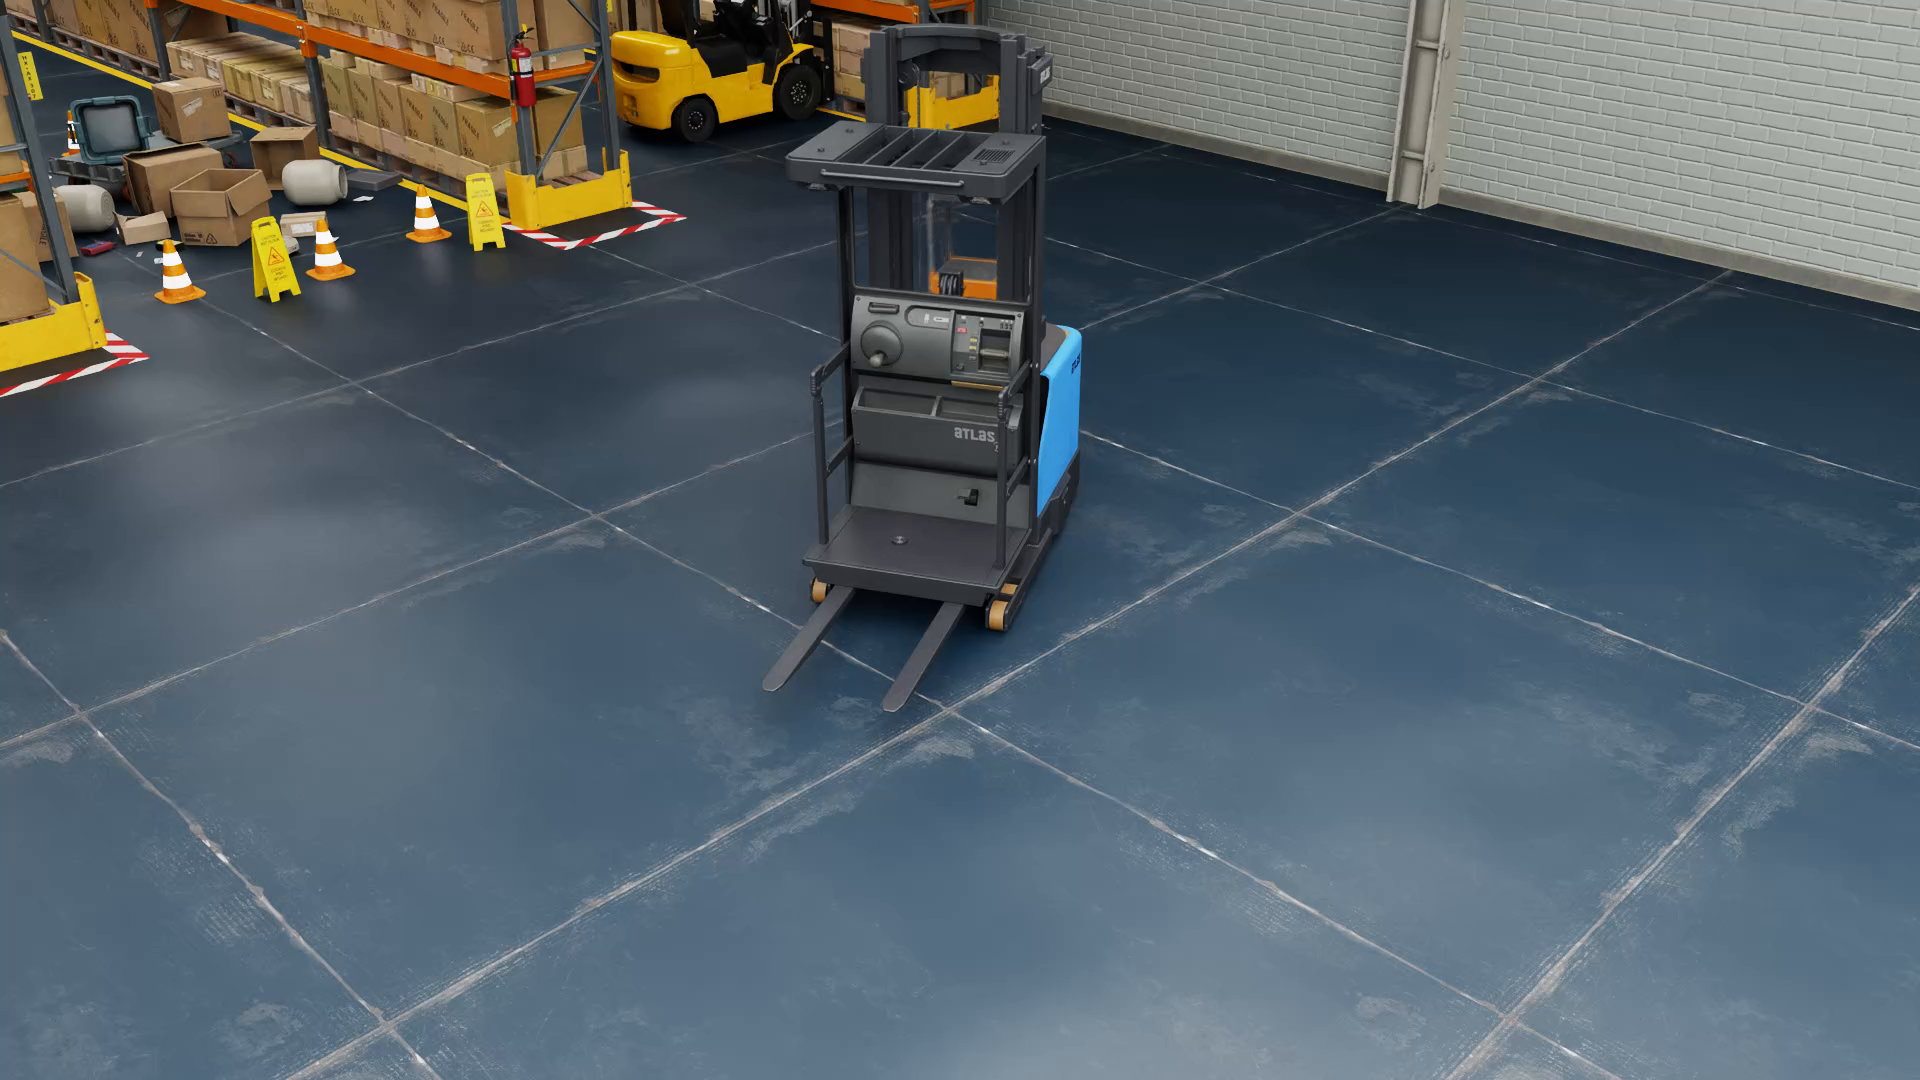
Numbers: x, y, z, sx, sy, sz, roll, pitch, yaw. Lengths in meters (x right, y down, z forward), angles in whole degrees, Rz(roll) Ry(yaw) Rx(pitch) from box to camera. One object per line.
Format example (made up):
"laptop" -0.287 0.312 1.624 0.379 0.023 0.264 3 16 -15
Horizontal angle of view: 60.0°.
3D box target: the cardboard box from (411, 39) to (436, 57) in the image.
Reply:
"cardboard box" -4.941 -4.682 15.701 0.250 0.149 0.380 24 36 38

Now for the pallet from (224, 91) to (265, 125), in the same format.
"pallet" -7.845 -5.071 19.166 1.213 0.211 1.003 25 36 38

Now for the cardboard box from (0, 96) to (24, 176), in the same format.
"cardboard box" -7.258 -2.845 11.776 0.550 0.550 0.875 25 36 38

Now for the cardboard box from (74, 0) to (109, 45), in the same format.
"cardboard box" -10.972 -7.041 21.749 0.875 0.875 0.875 -24 36 -38

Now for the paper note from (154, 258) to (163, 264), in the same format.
"paper note" -6.859 -2.419 14.319 0.144 0.017 0.142 -13 30 -22

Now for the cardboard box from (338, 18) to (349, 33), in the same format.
"cardboard box" -5.988 -5.191 16.669 0.250 0.149 0.380 24 36 38

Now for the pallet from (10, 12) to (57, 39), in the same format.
"pallet" -12.607 -7.303 23.413 1.213 0.211 1.003 25 36 38

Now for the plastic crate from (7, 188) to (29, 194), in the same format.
"plastic crate" -8.771 -3.136 15.451 0.450 0.188 0.662 -16 30 -9

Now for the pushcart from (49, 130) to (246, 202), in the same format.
"pushcart" -7.978 -3.720 16.418 0.936 0.377 1.648 12 30 22

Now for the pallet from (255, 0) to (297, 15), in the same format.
"pallet" -6.858 -5.866 17.889 1.213 0.211 1.003 25 36 38

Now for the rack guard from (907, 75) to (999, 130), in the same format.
"rack guard" -0.068 -4.882 18.498 0.348 0.500 1.175 25 36 38

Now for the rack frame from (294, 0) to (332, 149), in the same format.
"rack frame" -6.415 -5.653 17.278 0.127 3.000 1.000 25 36 38

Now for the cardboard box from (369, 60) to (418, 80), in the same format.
"cardboard box" -5.575 -4.644 16.360 0.380 0.149 0.250 -23 35 -36

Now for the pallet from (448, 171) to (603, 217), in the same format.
"pallet" -4.172 -3.415 16.018 1.213 0.211 1.003 25 36 38

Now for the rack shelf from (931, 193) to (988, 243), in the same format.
"rack shelf" 0.113 -2.072 9.960 0.480 0.518 0.431 7 29 13

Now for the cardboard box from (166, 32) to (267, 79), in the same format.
"cardboard box" -8.872 -5.793 19.917 0.625 0.372 0.950 22 35 35

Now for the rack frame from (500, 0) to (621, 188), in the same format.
"rack frame" -3.563 -4.348 14.796 0.127 3.000 1.000 25 36 38

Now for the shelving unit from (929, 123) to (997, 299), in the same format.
"shelving unit" 0.113 -1.465 10.279 0.503 2.100 0.431 7 29 13

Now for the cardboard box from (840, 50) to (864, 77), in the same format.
"cardboard box" -1.002 -5.409 18.780 0.500 0.250 0.500 24 36 38

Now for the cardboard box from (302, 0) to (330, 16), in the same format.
"cardboard box" -6.297 -5.593 16.737 0.500 0.500 0.500 24 36 38

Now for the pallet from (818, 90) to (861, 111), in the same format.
"pallet" -1.526 -5.396 19.785 1.213 0.211 1.003 25 36 38

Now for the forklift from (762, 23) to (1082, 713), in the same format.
"forklift" -0.183 -1.018 8.536 1.130 2.935 3.031 8 29 15

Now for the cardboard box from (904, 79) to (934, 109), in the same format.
"cardboard box" -0.642 -5.014 18.565 0.500 0.250 0.500 25 37 39

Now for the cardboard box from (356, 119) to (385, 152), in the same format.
"cardboard box" -5.795 -4.169 16.960 0.500 0.250 0.500 -23 35 -36

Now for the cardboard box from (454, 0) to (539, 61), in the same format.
"cardboard box" -4.143 -4.610 14.866 0.500 0.500 0.500 24 36 38

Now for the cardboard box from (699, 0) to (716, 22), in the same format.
"cardboard box" -2.813 -6.451 20.224 0.500 0.250 0.500 24 36 38

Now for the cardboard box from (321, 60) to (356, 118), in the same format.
"cardboard box" -6.184 -4.672 17.109 0.500 0.500 0.500 -23 36 -37

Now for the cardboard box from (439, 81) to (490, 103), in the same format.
"cardboard box" -4.626 -4.208 15.531 0.380 0.149 0.250 -24 36 -38

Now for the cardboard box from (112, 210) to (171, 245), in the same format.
"cardboard box" -7.297 -2.818 14.823 0.396 0.266 0.258 -18 33 -31

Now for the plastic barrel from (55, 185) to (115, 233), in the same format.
"plastic barrel" -7.929 -2.976 14.955 0.512 0.421 0.421 -3 28 -5

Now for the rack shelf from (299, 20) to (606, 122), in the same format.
"rack shelf" -4.989 -4.682 16.204 4.000 0.370 1.077 25 36 38

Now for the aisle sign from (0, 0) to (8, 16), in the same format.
"aisle sign" -6.700 -3.899 11.149 0.004 0.787 0.394 25 36 38

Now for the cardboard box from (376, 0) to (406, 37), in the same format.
"cardboard box" -5.199 -5.110 15.819 0.500 0.500 0.500 -25 37 -39

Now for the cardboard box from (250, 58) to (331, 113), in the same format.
"cardboard box" -7.306 -5.080 18.560 0.950 0.372 0.625 -23 35 -36

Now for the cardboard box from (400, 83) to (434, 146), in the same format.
"cardboard box" -5.046 -4.160 16.135 0.500 0.500 0.500 24 36 37

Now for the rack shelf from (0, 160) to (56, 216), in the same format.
"rack shelf" -8.387 -3.006 13.018 4.000 0.370 1.077 25 36 38

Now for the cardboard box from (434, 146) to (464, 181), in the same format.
"cardboard box" -4.692 -3.663 15.996 0.500 0.250 0.500 25 37 39

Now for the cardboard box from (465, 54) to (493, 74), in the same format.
"cardboard box" -4.238 -4.334 15.039 0.250 0.149 0.380 24 36 38

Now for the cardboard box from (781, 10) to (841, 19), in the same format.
"cardboard box" -1.724 -5.948 19.269 0.500 0.250 0.500 24 36 37

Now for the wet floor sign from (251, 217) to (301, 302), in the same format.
"wet floor sign" -5.552 -2.278 13.389 0.232 0.644 0.267 18 33 30

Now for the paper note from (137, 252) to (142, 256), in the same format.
"paper note" -7.138 -2.487 14.470 0.032 0.001 0.123 -7 29 -14

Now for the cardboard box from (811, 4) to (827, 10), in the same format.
"cardboard box" -1.728 -6.287 19.912 0.500 0.250 0.500 25 37 39

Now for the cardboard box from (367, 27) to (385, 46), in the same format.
"cardboard box" -5.510 -4.912 16.139 0.250 0.149 0.380 25 37 39

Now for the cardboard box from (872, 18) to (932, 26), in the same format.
"cardboard box" -0.654 -5.789 18.966 0.500 0.250 0.500 25 36 38

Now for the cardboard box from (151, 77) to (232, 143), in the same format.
"cardboard box" -7.642 -4.281 16.541 0.500 0.500 0.500 25 36 38

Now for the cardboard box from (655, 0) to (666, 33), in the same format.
"cardboard box" -3.318 -6.603 21.185 0.875 0.625 0.625 -23 36 -37

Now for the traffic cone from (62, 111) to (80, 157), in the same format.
"traffic cone" -9.189 -4.233 17.303 0.334 0.463 0.336 25 36 38

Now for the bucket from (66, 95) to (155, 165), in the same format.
"bucket" -8.100 -3.922 15.870 0.726 0.611 0.620 -13 20 -22

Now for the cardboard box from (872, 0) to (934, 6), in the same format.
"cardboard box" -0.621 -6.114 18.047 0.500 0.500 0.500 24 36 37

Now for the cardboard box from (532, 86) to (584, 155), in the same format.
"cardboard box" -3.962 -4.011 15.853 0.500 0.500 0.500 23 36 37

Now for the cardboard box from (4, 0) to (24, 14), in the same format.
"cardboard box" -13.131 -7.848 23.753 0.875 0.438 0.875 23 36 37

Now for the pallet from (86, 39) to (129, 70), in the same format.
"pallet" -10.642 -6.404 21.703 1.213 0.211 1.003 25 36 38
